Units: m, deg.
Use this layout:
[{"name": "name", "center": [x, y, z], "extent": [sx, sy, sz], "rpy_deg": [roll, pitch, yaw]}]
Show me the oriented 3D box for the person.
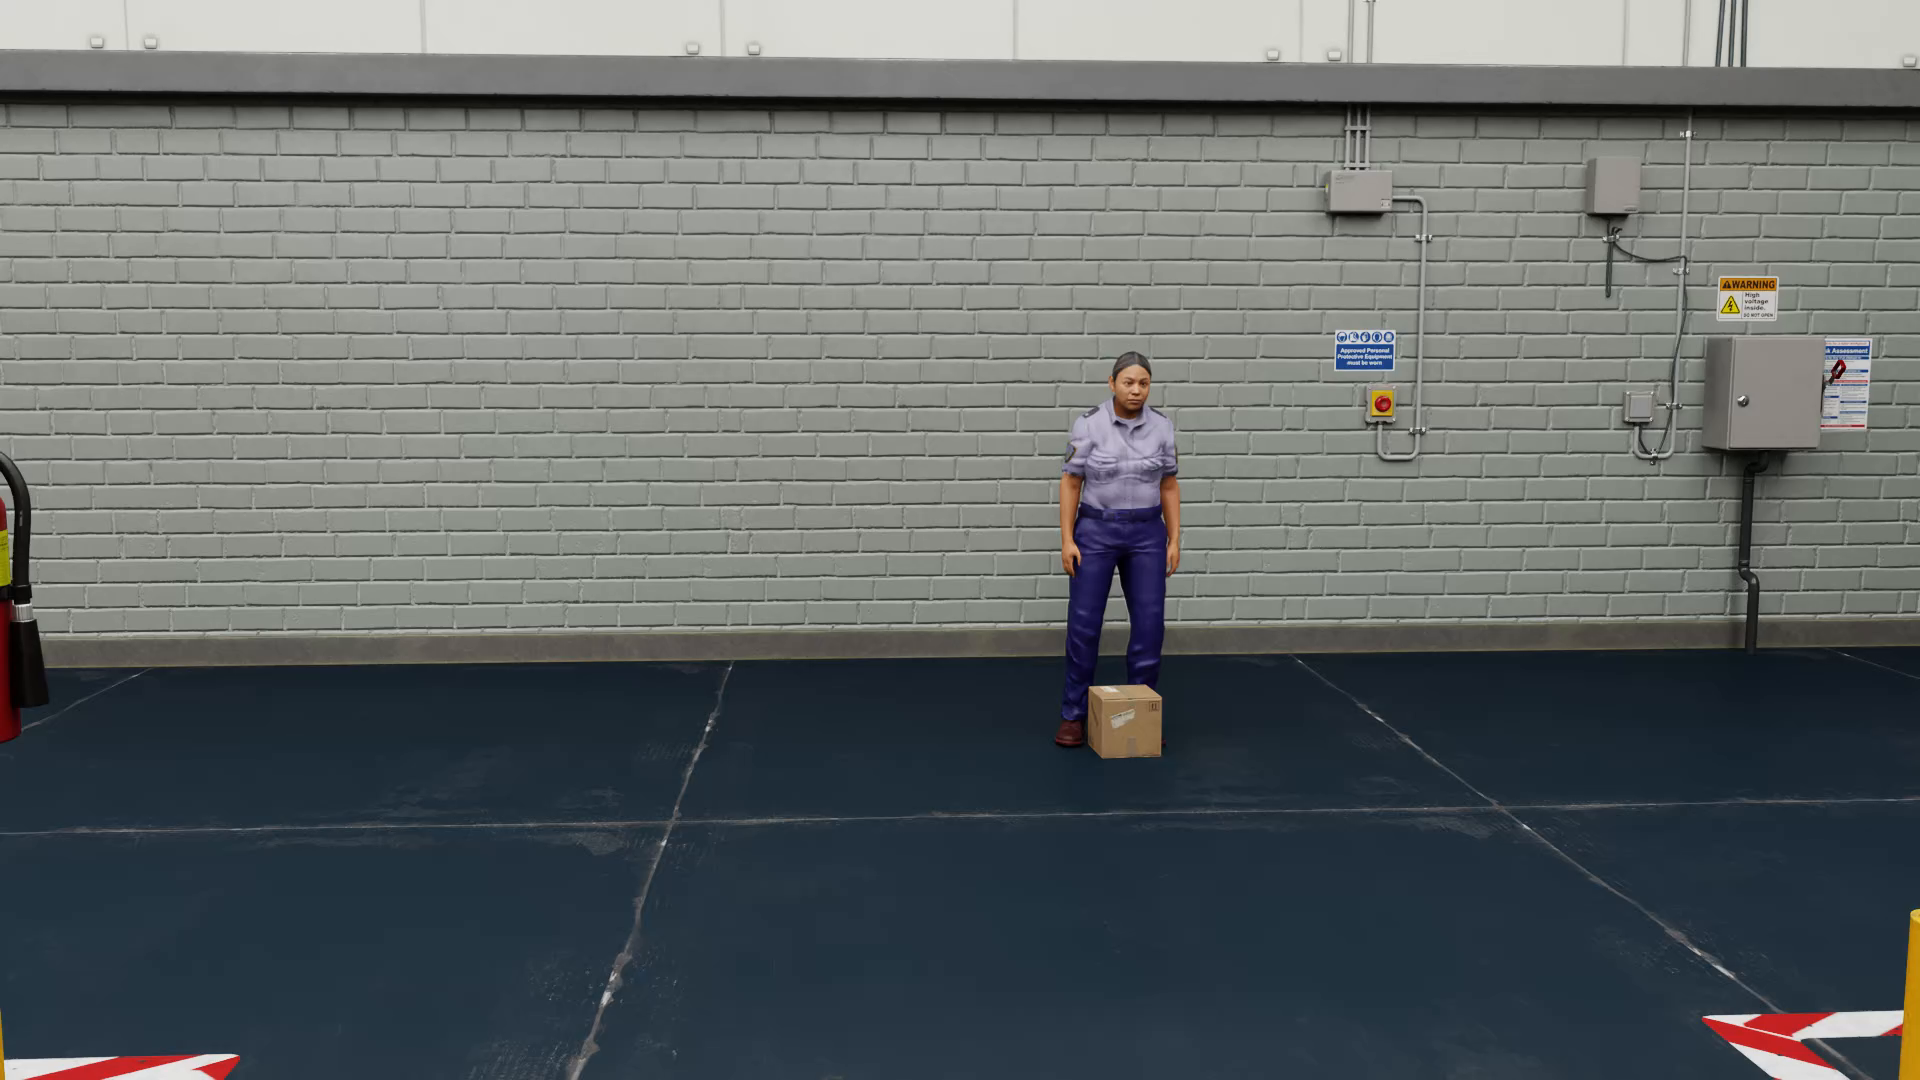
[{"name": "person", "center": [0.670, 0.040, 7.023], "extent": [0.557, 1.636, 0.425], "rpy_deg": [-1, 7, -7]}]
